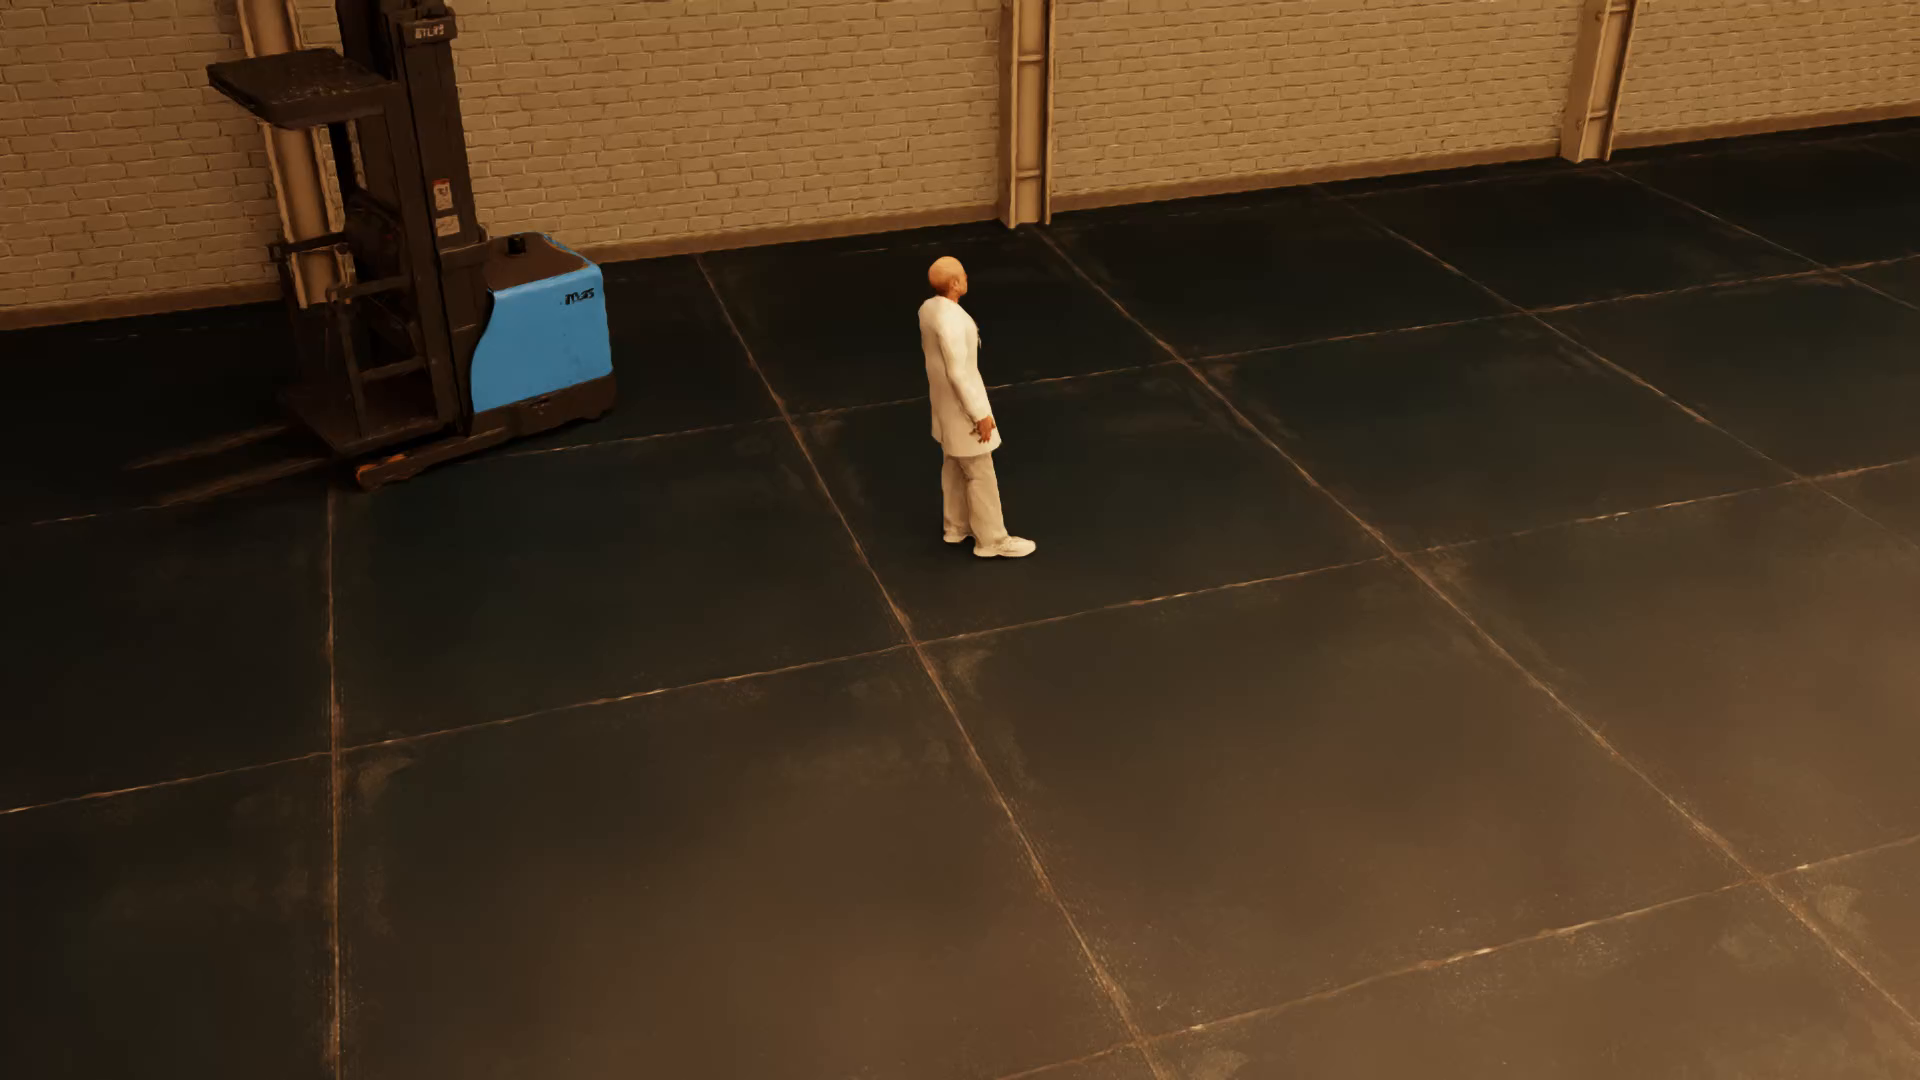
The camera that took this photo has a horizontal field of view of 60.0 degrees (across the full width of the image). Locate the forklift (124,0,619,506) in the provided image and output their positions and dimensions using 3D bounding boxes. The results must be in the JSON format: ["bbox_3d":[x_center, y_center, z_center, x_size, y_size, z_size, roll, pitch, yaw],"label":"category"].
[{"bbox_3d":[-3.836,-1.884,10.361,3.031,2.935,1.130,-22,36,-33],"label":"forklift"}]

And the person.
[{"bbox_3d":[0.088,-0.789,9.600,0.579,1.776,0.694,-10,31,-16],"label":"person"}]
